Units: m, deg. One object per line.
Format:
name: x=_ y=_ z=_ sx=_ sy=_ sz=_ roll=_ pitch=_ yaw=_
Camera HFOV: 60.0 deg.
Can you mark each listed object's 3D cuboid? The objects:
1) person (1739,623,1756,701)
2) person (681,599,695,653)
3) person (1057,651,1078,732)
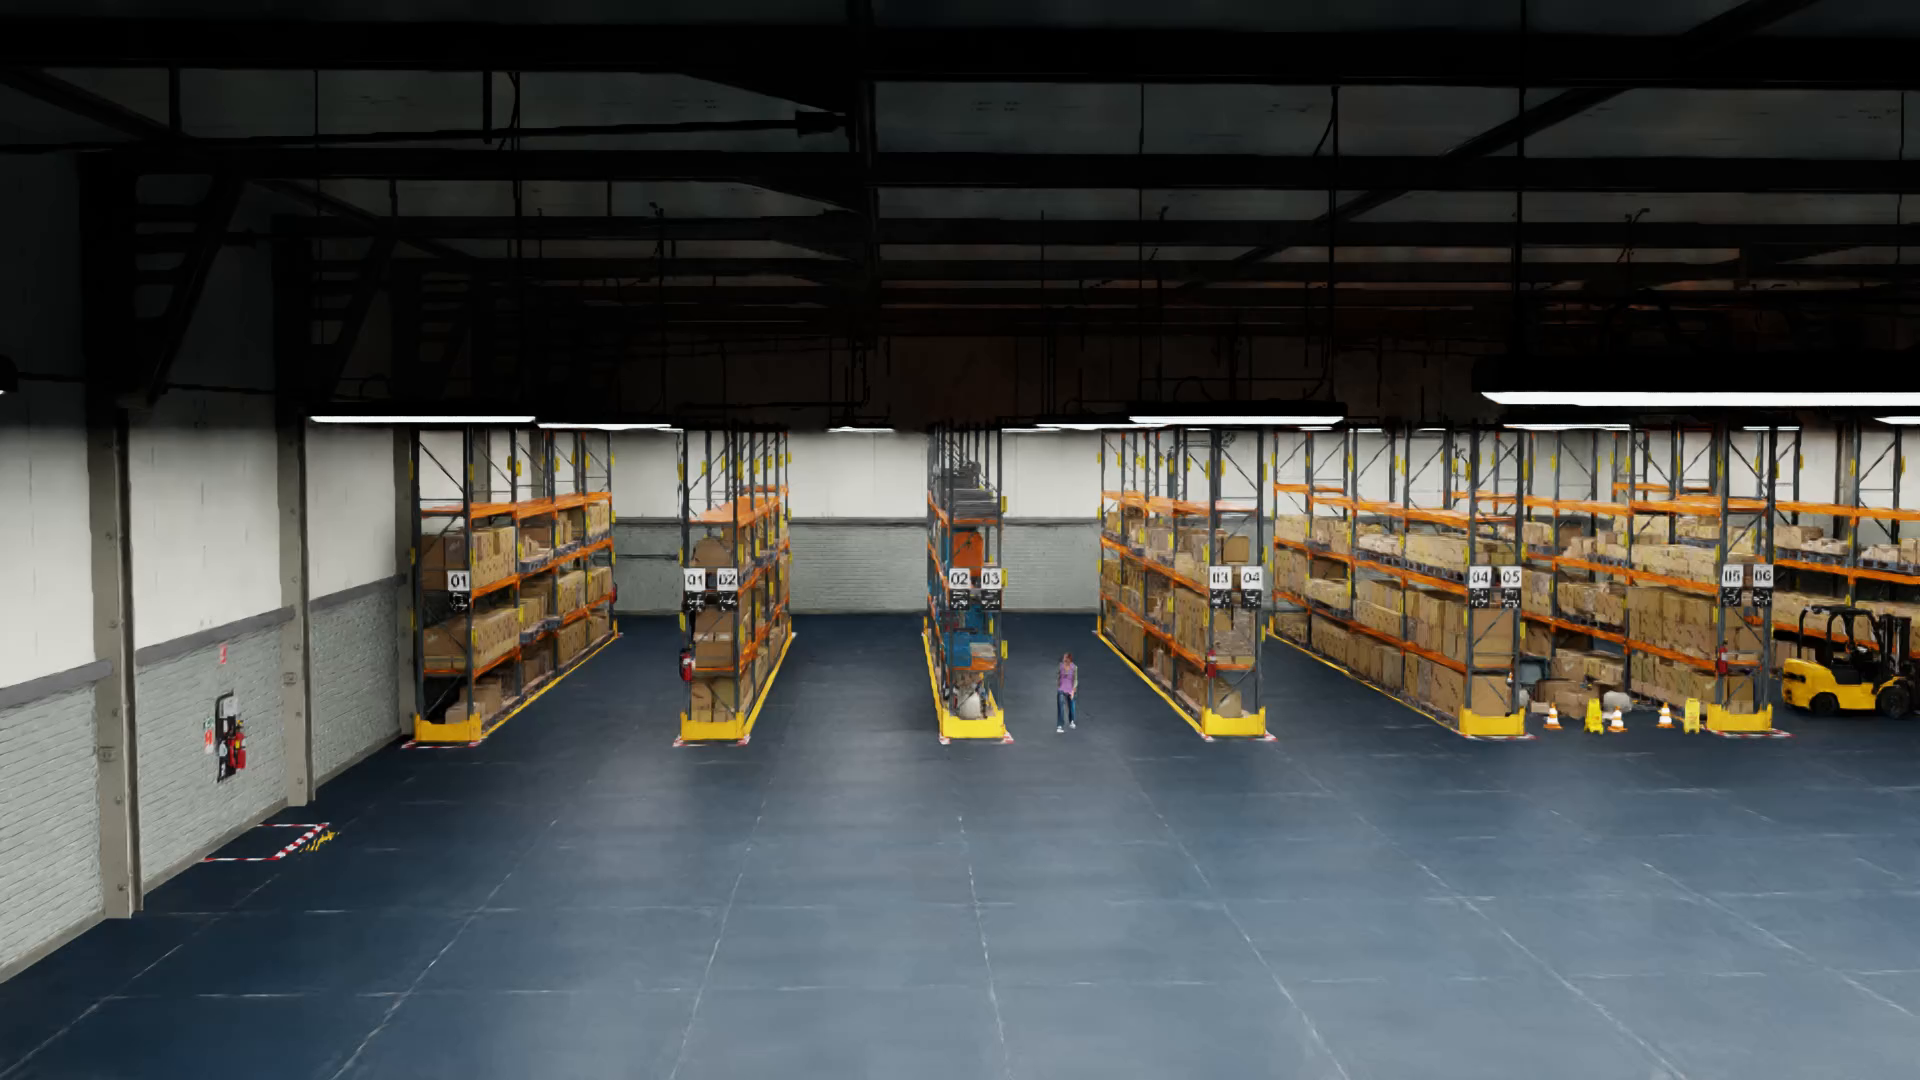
person: x=16.836 y=2.609 z=35.670 sx=0.470 sy=1.650 sz=0.523 roll=2 pitch=4 yaw=27
person: x=-7.054 y=2.097 z=43.618 sx=0.543 sy=1.649 sz=1.119 roll=0 pitch=4 yaw=-5
person: x=2.069 y=2.894 z=31.988 sx=0.408 sy=1.533 sz=0.961 roll=0 pitch=4 yaw=7
